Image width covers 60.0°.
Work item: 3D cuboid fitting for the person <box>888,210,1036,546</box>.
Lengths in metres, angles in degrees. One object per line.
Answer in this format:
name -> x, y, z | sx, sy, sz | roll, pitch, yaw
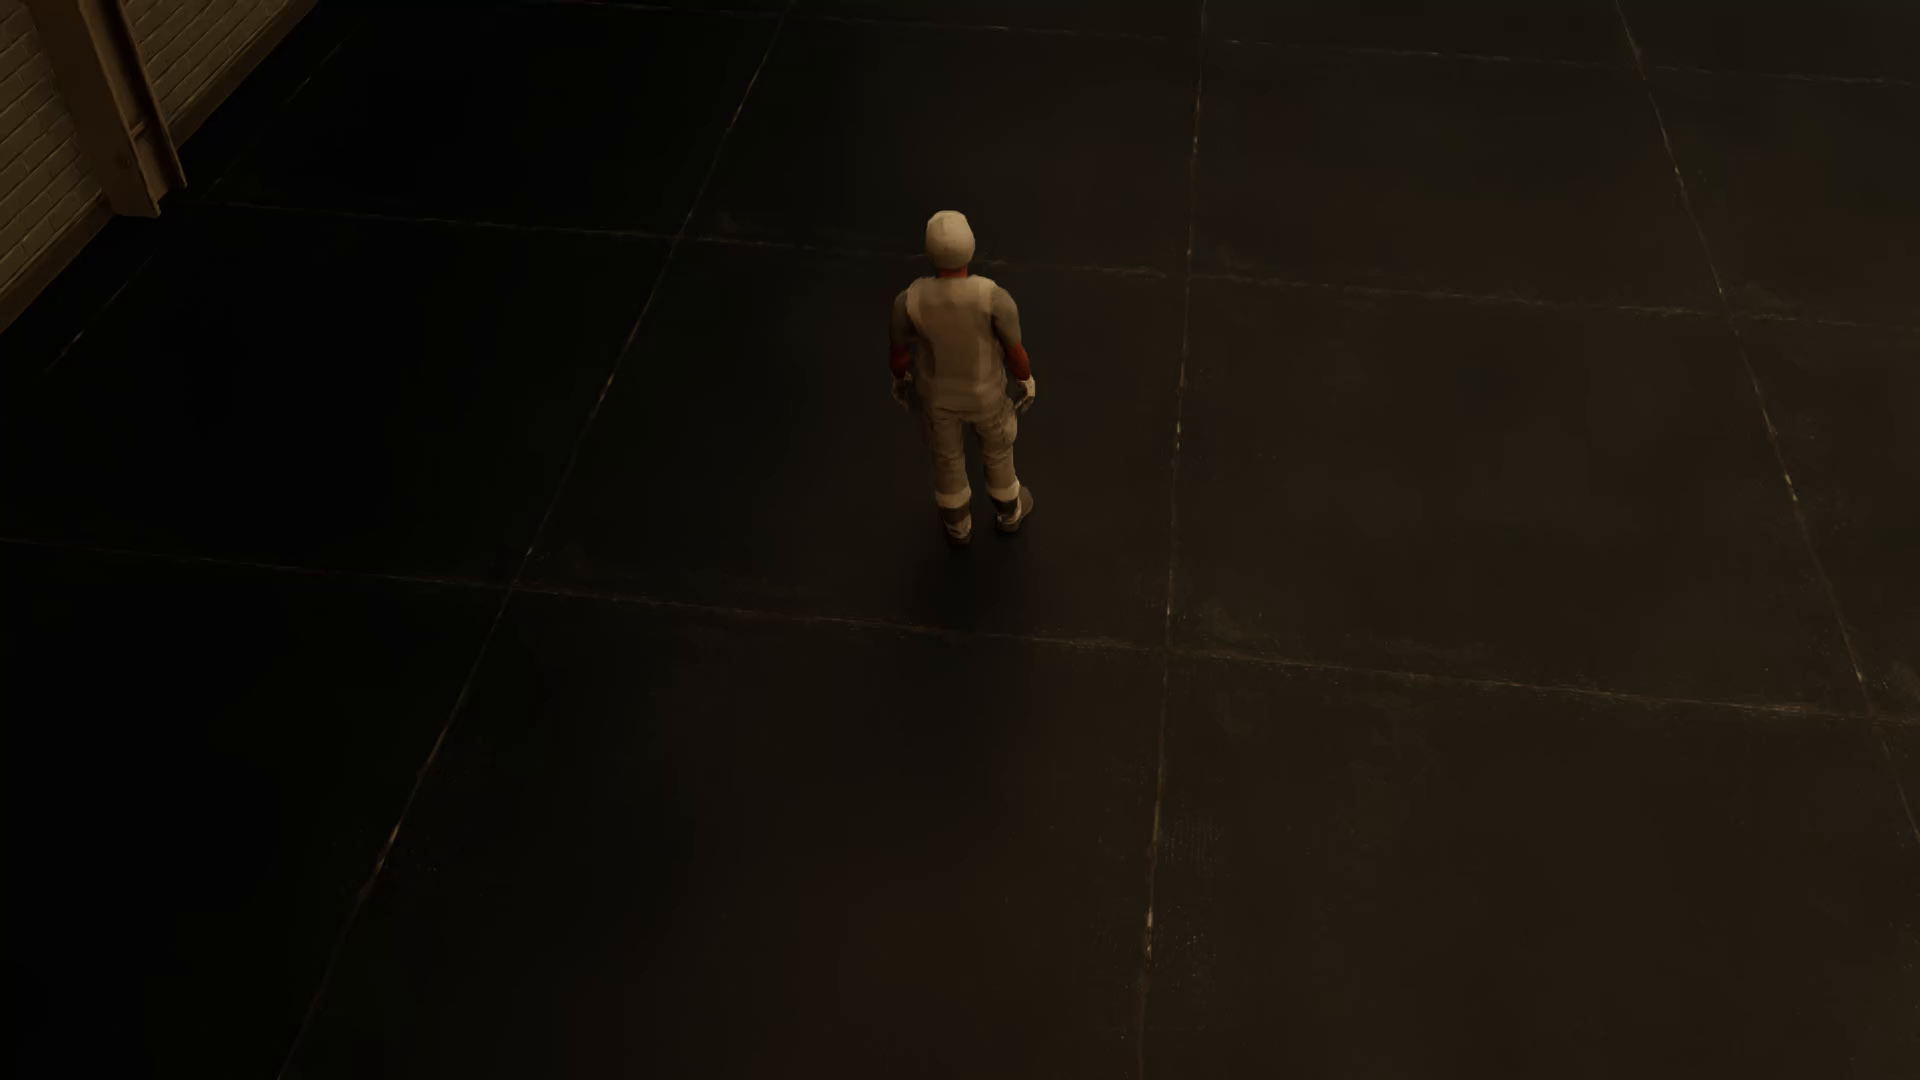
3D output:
person -> 0.021, -0.717, 7.338 | 0.637, 1.787, 0.563 | 5, 43, 6
